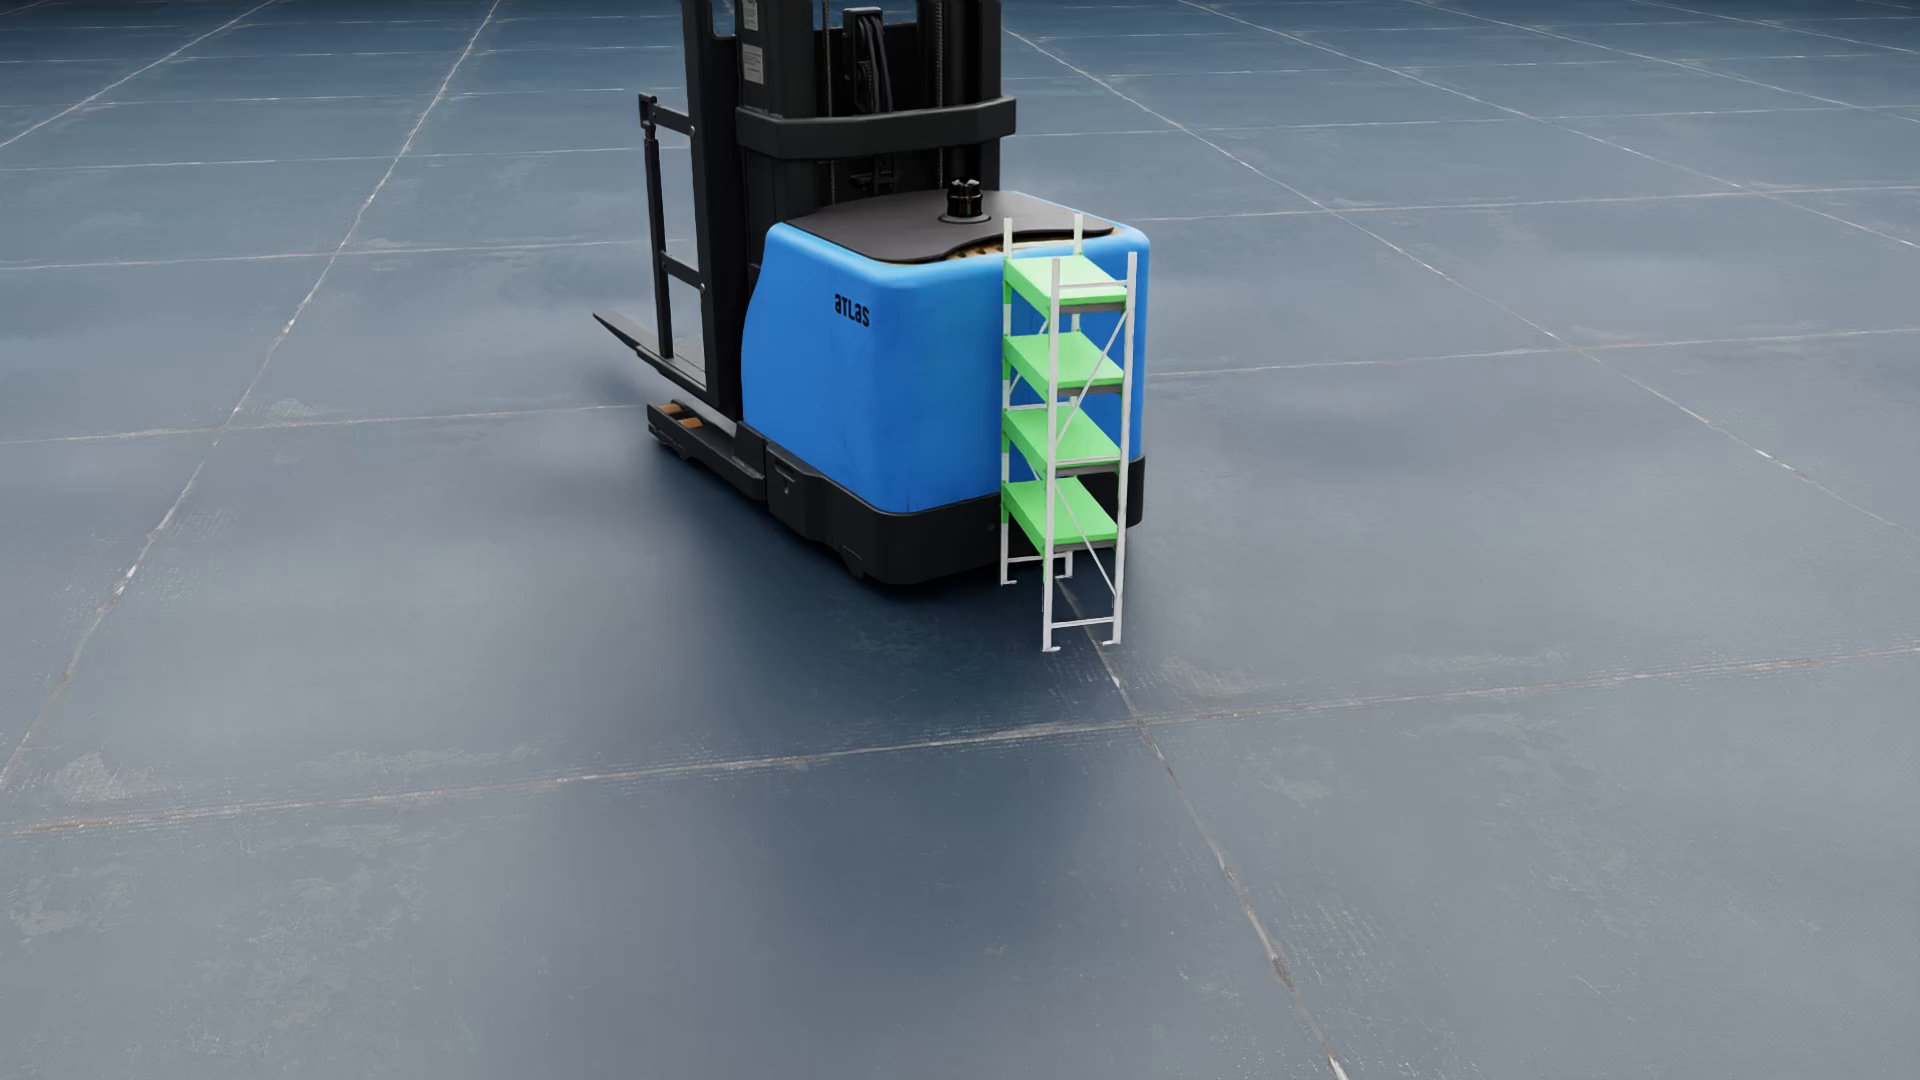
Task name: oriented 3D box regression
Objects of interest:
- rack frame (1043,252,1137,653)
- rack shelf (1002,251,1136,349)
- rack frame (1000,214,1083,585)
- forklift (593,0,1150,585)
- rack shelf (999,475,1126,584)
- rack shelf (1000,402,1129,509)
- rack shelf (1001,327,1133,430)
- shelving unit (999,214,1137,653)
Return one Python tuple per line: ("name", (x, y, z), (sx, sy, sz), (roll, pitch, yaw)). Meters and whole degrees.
("rack frame", (0.367, -0.227, 4.770), (0.240, 1.200, 0.015), (-6, 24, -13))
("rack shelf", (0.308, -0.703, 4.820), (0.258, 0.148, 0.480), (-6, 24, -13))
("rack frame", (0.249, -0.416, 5.204), (0.240, 1.200, 0.015), (-6, 24, -13))
("forklift", (-0.583, -1.743, 6.078), (1.130, 2.935, 3.031), (-14, 27, -29))
("rack shelf", (0.308, -0.043, 5.109), (0.258, 0.148, 0.480), (-6, 24, -13))
("rack shelf", (0.308, -0.263, 5.013), (0.258, 0.148, 0.480), (-6, 24, -13))
("rack shelf", (0.308, -0.483, 4.916), (0.258, 0.148, 0.480), (-6, 24, -13))
("shelving unit", (0.308, -0.321, 4.987), (0.258, 1.200, 0.503), (-6, 24, -13))
